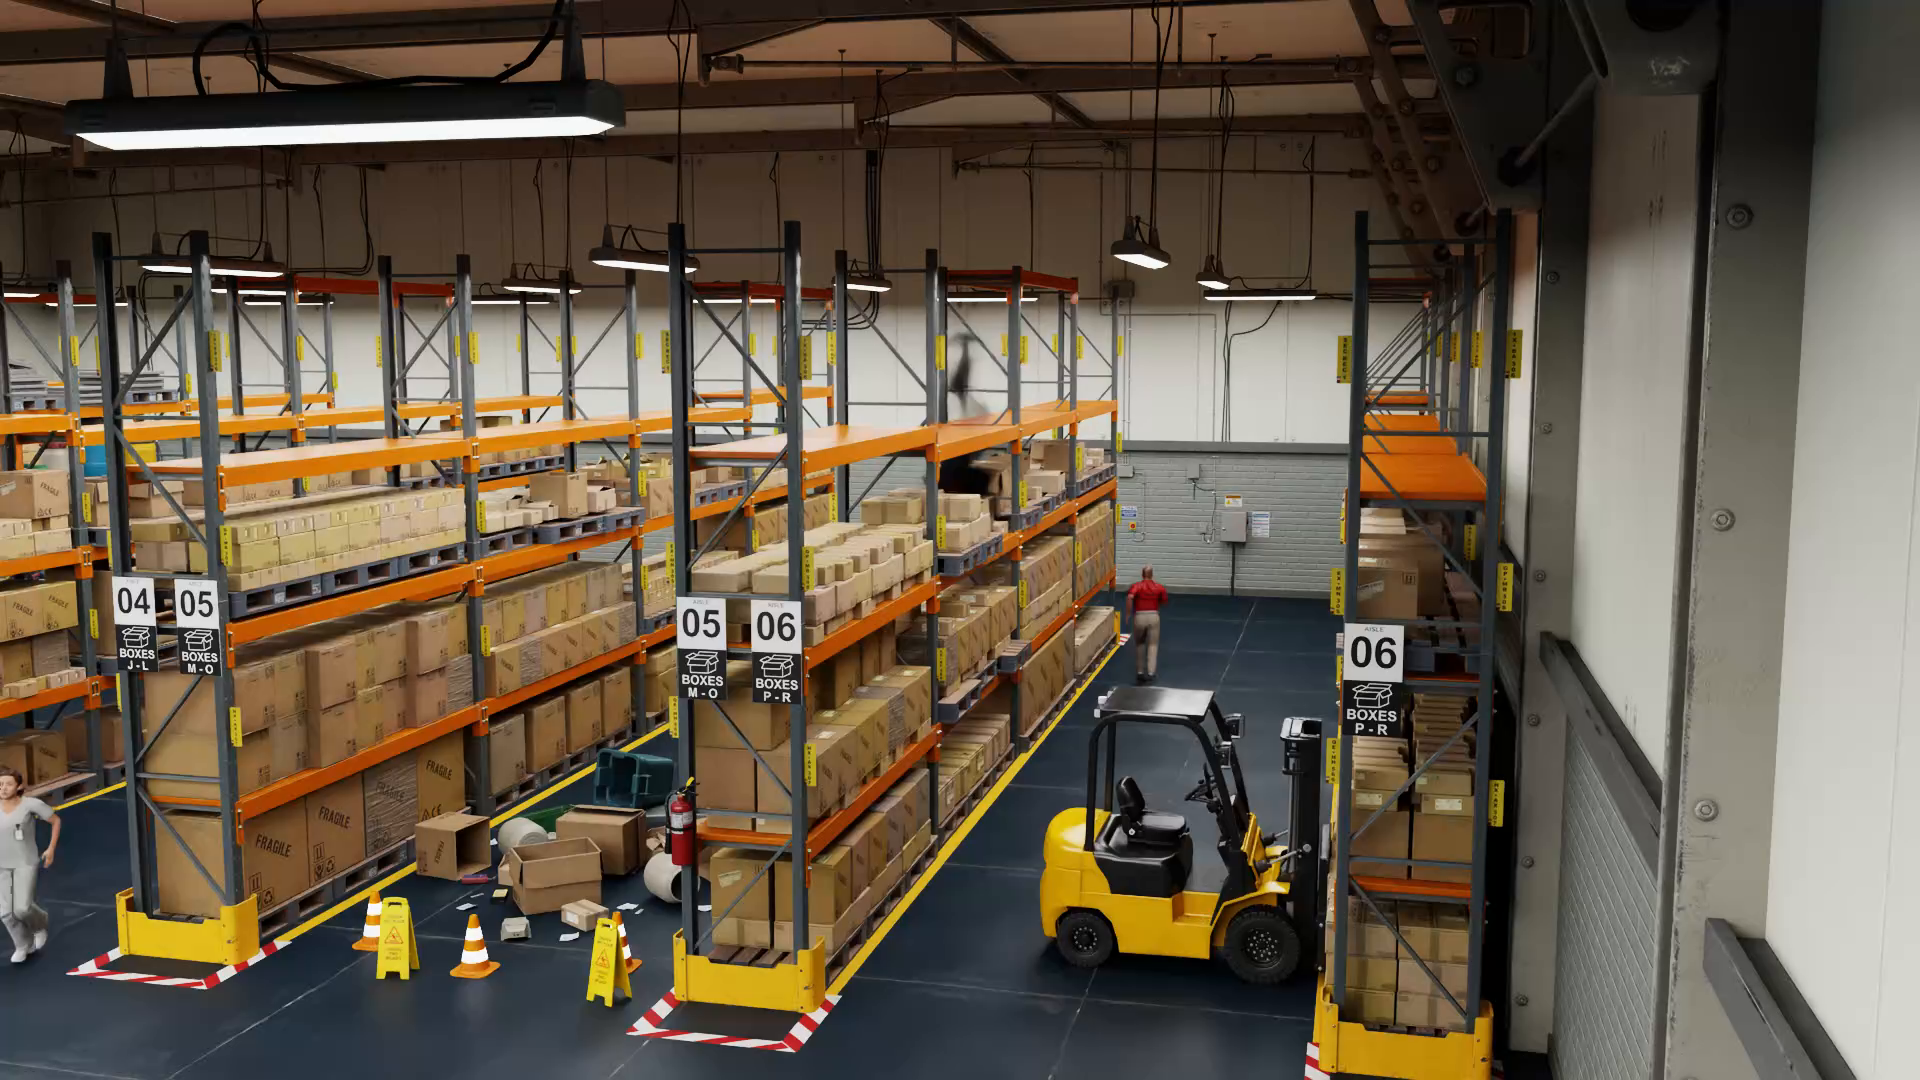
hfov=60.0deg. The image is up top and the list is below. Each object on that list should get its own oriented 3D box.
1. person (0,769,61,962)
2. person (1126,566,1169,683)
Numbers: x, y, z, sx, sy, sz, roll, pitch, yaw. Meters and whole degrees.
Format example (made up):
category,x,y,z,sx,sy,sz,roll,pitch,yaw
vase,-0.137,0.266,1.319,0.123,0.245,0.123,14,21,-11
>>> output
category,x,y,z,sx,sy,sz,roll,pitch,yaw
person,-7.781,2.689,13.729,0.605,1.631,0.580,-1,7,-11
person,2.790,1.275,24.823,0.642,1.769,0.914,1,7,6
